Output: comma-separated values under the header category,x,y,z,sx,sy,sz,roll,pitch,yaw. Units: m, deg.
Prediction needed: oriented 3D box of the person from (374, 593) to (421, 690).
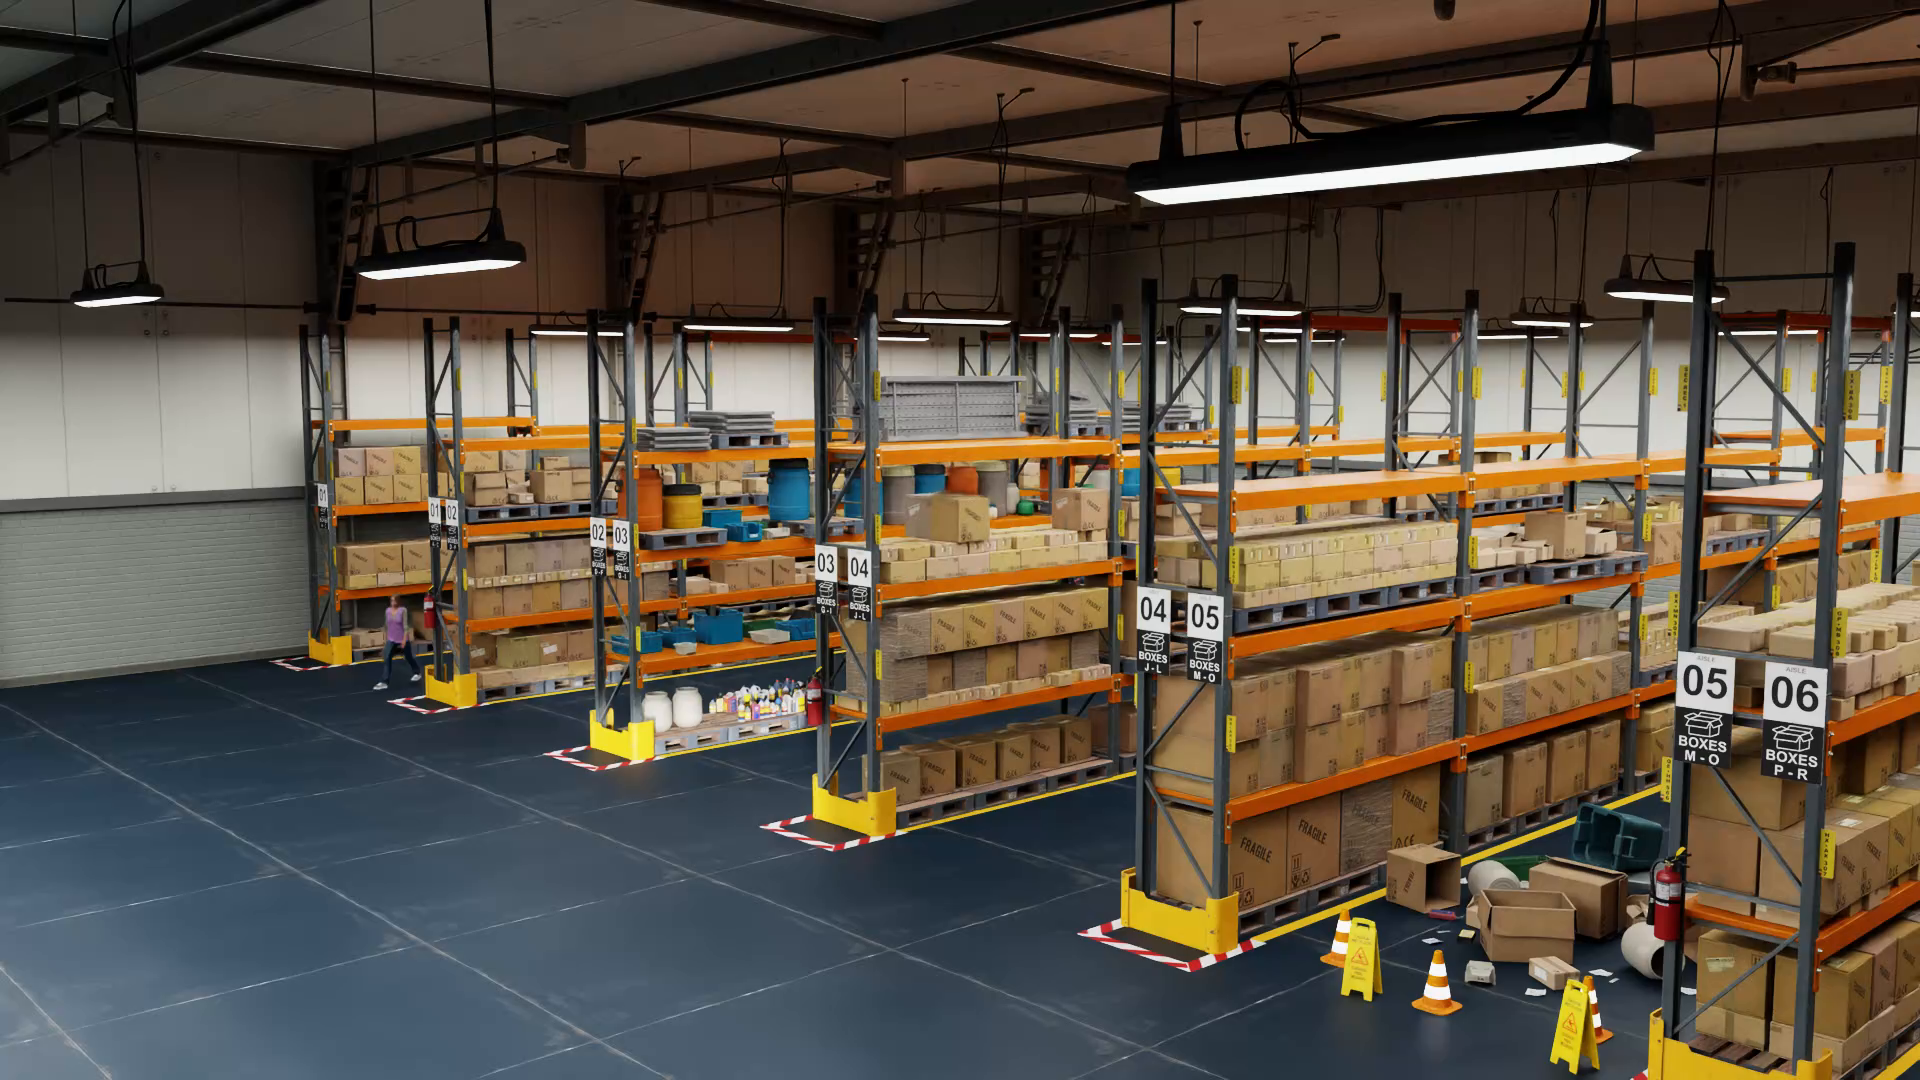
category,x,y,z,sx,sy,sz,roll,pitch,yaw
person,-9.205,1.626,27.209,0.486,1.525,1.024,2,6,16
